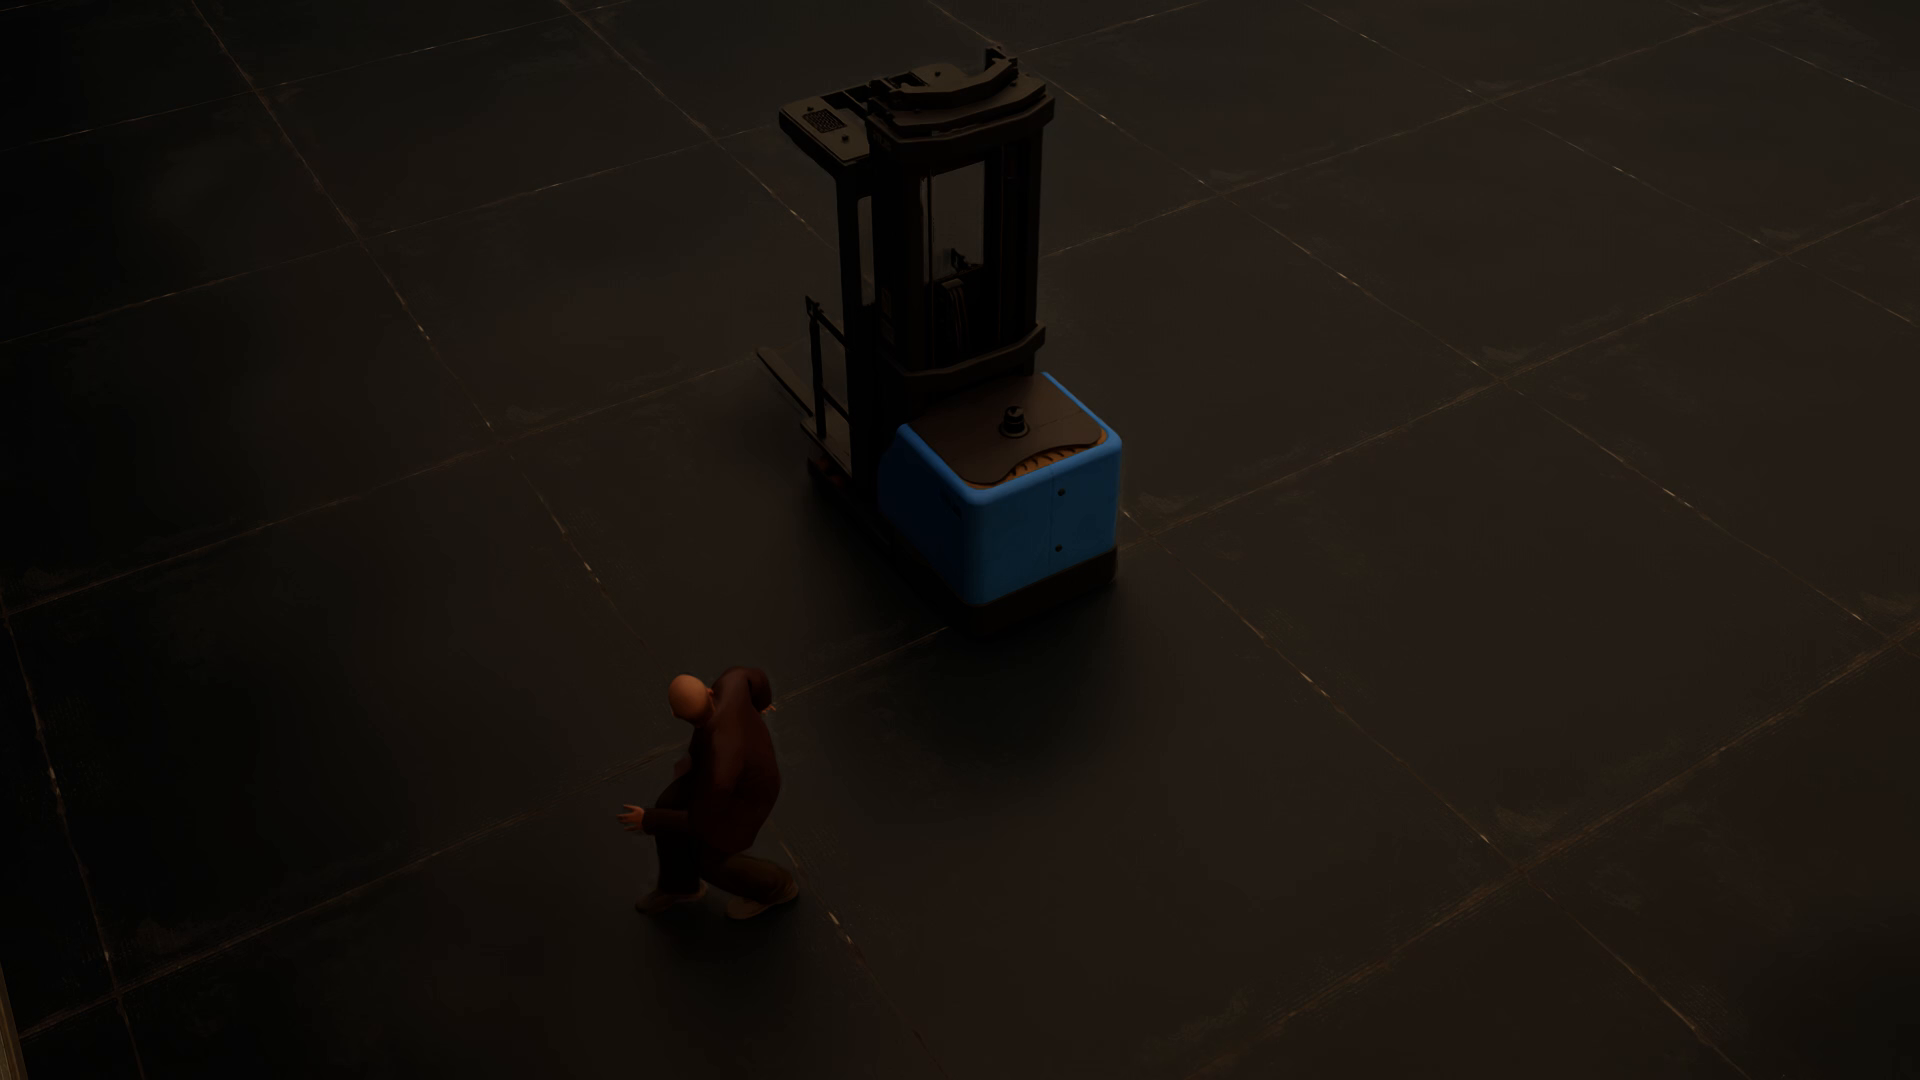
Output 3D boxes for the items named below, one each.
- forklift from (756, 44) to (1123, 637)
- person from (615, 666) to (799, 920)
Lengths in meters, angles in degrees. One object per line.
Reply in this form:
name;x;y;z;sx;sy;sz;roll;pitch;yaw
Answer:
forklift;-0.294;-1.501;9.589;1.130;2.935;3.031;-22;46;-23
person;-1.194;1.115;7.645;0.801;1.583;0.806;-10;42;-11
